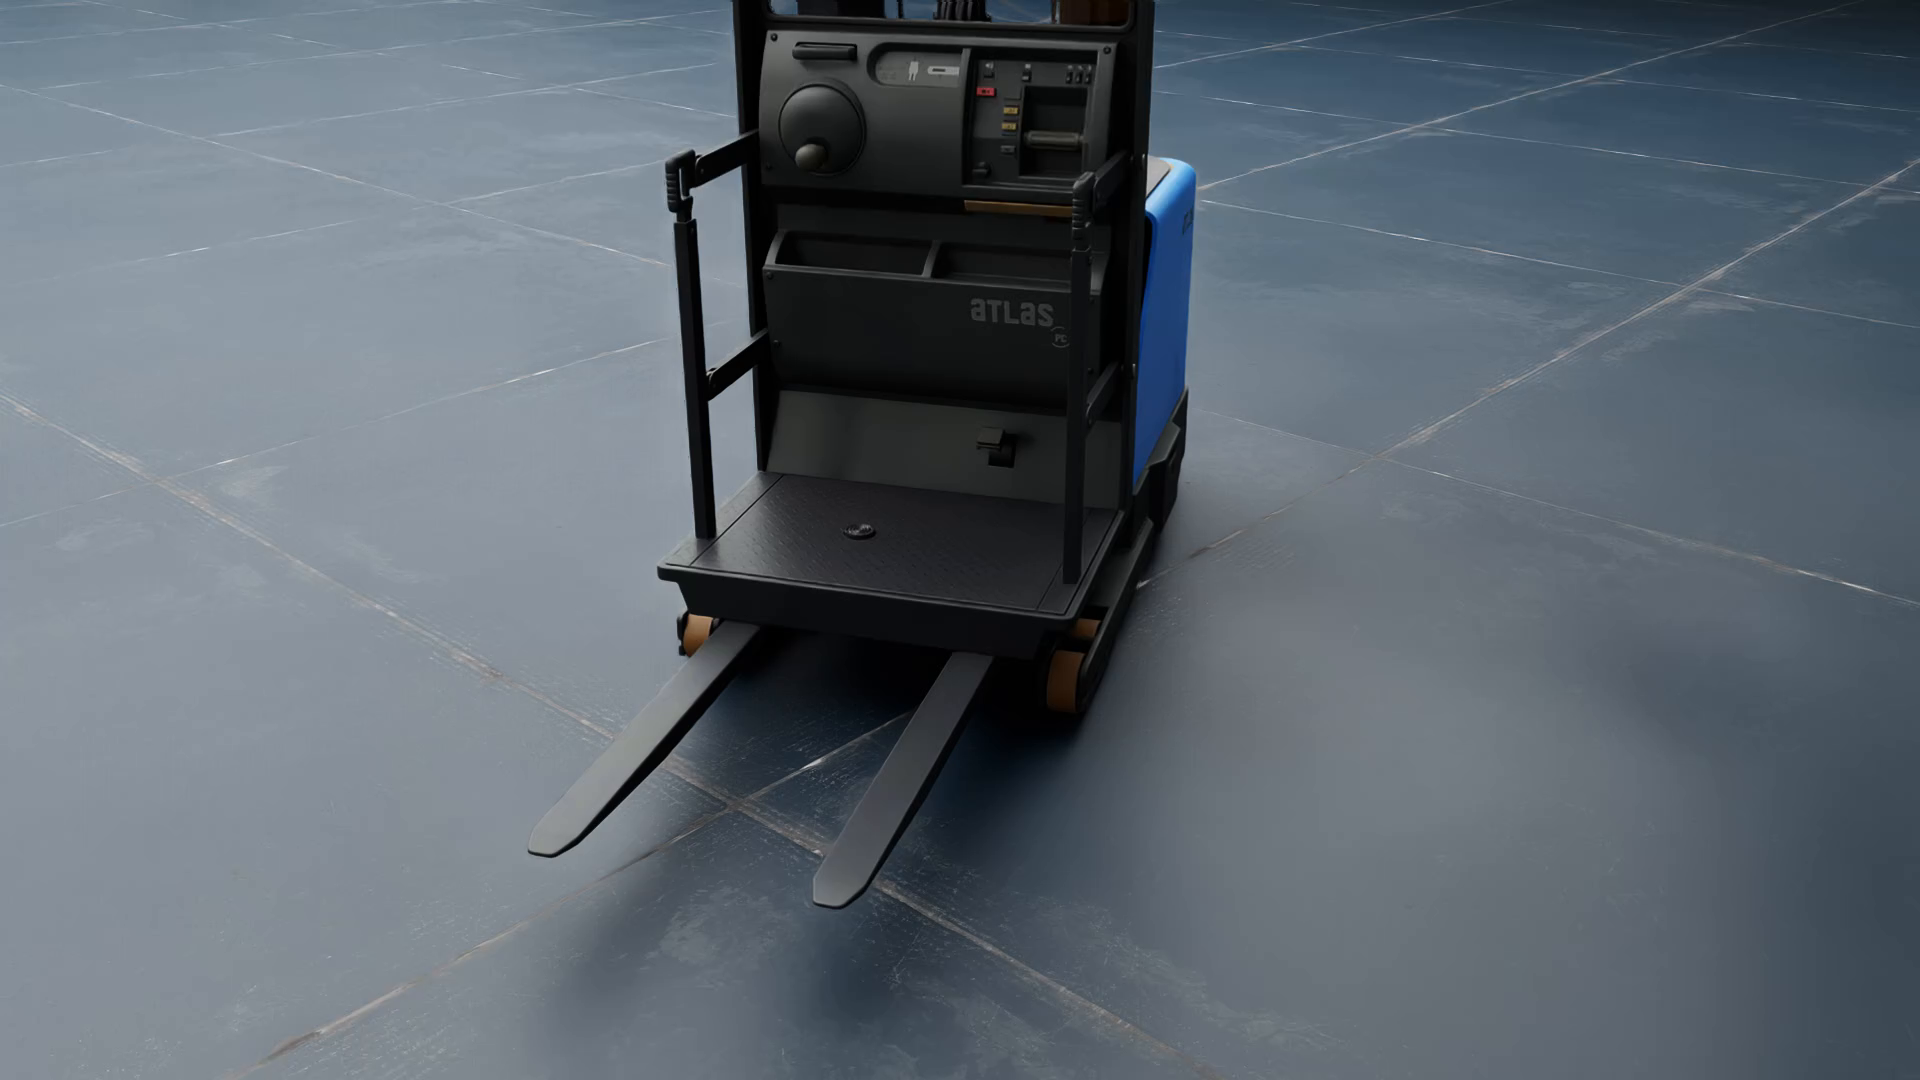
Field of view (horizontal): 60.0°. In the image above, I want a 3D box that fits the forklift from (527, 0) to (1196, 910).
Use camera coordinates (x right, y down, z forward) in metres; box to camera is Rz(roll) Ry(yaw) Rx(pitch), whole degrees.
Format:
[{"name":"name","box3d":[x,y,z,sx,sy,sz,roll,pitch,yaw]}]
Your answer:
[{"name":"forklift","box3d":[-0.124,-1.070,4.053,1.130,2.935,3.031,7,25,15]}]
